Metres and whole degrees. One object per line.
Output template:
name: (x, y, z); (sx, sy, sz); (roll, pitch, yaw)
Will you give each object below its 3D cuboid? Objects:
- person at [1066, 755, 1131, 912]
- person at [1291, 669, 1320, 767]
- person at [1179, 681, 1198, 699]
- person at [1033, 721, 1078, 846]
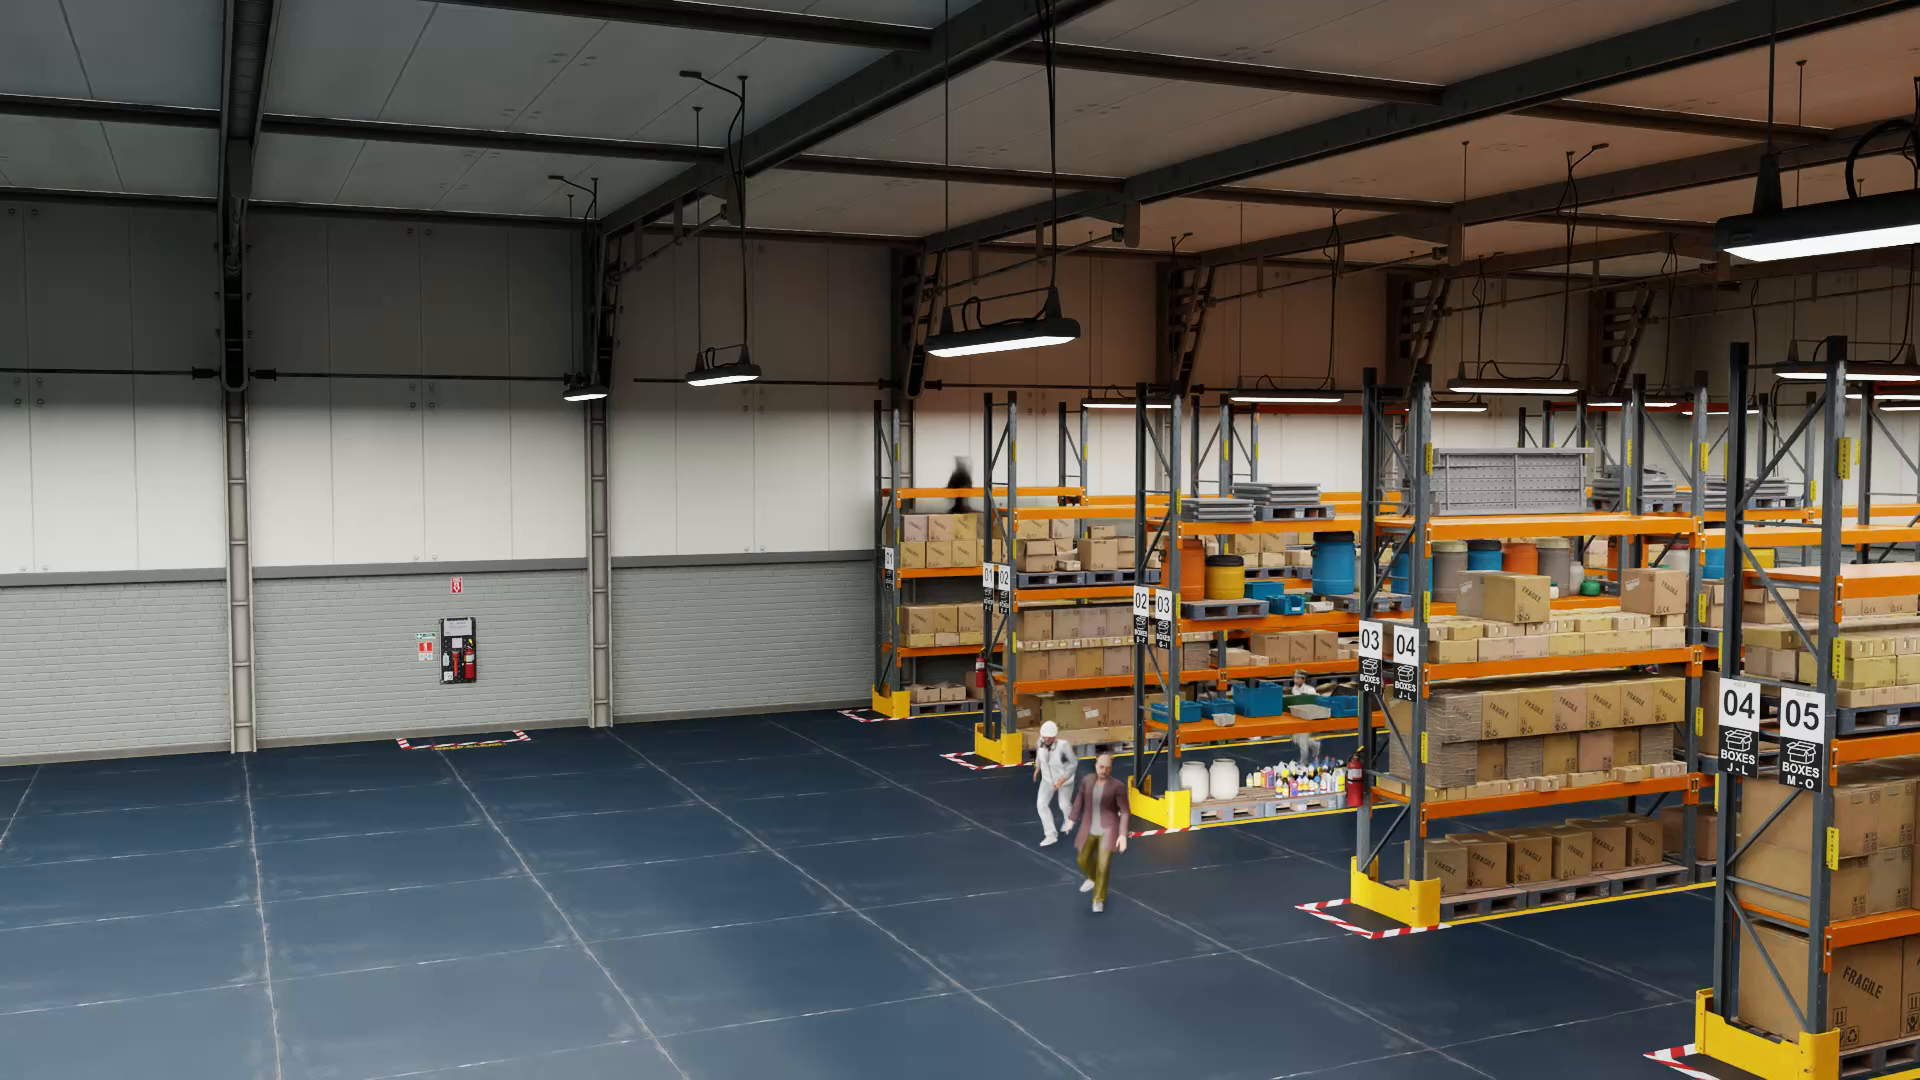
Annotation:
person: (1.570, 3.217, 18.579); (0.784, 1.718, 0.827); (1, 4, 23)
person: (5.501, 2.830, 26.336); (0.619, 1.624, 0.597); (-3, 4, -39)
person: (4.263, 2.540, 30.620); (0.643, 1.717, 0.715); (-2, 4, -37)
person: (1.292, 3.090, 21.525); (0.666, 1.616, 1.110); (2, 4, 28)
